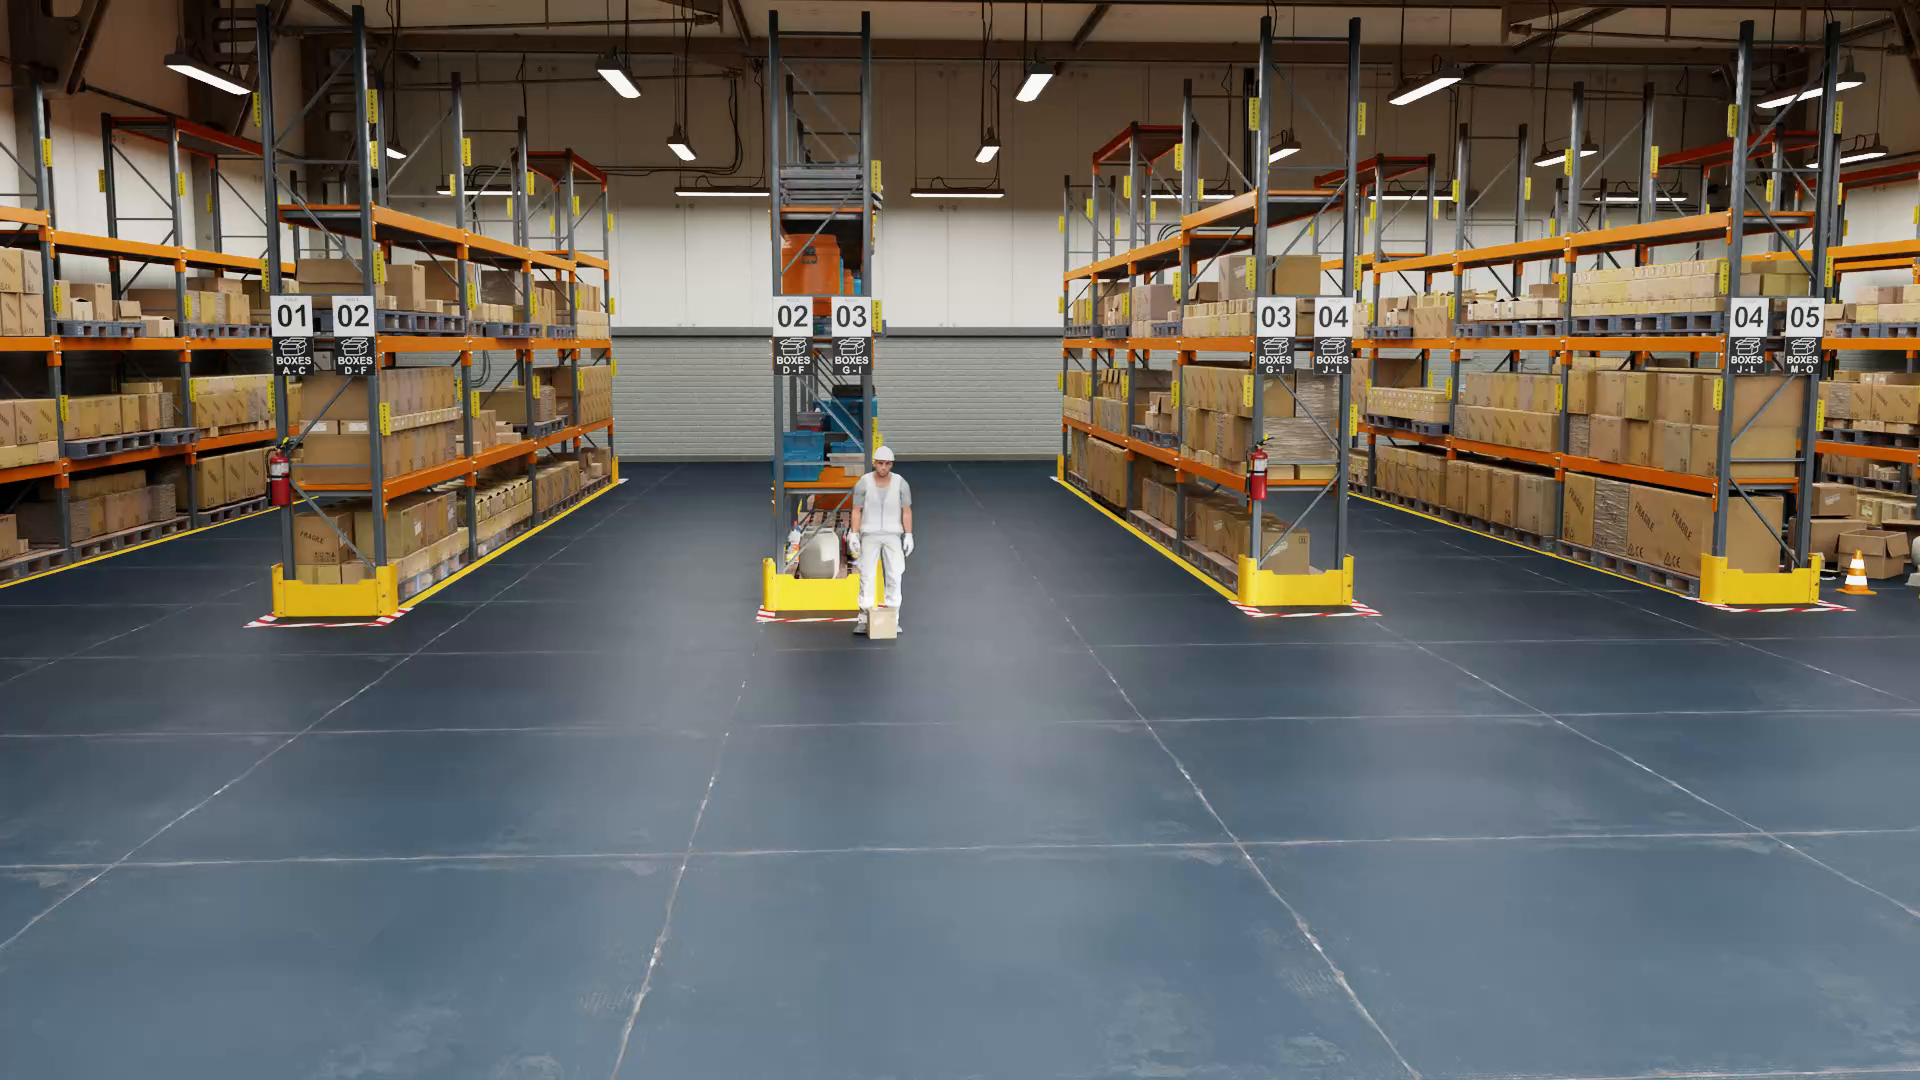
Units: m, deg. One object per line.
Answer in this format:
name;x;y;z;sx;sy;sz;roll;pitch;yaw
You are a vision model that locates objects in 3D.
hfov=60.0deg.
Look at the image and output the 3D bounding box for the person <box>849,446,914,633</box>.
person;-0.743;-0.005;15.722;0.611;1.779;0.455;-1;7;-4
